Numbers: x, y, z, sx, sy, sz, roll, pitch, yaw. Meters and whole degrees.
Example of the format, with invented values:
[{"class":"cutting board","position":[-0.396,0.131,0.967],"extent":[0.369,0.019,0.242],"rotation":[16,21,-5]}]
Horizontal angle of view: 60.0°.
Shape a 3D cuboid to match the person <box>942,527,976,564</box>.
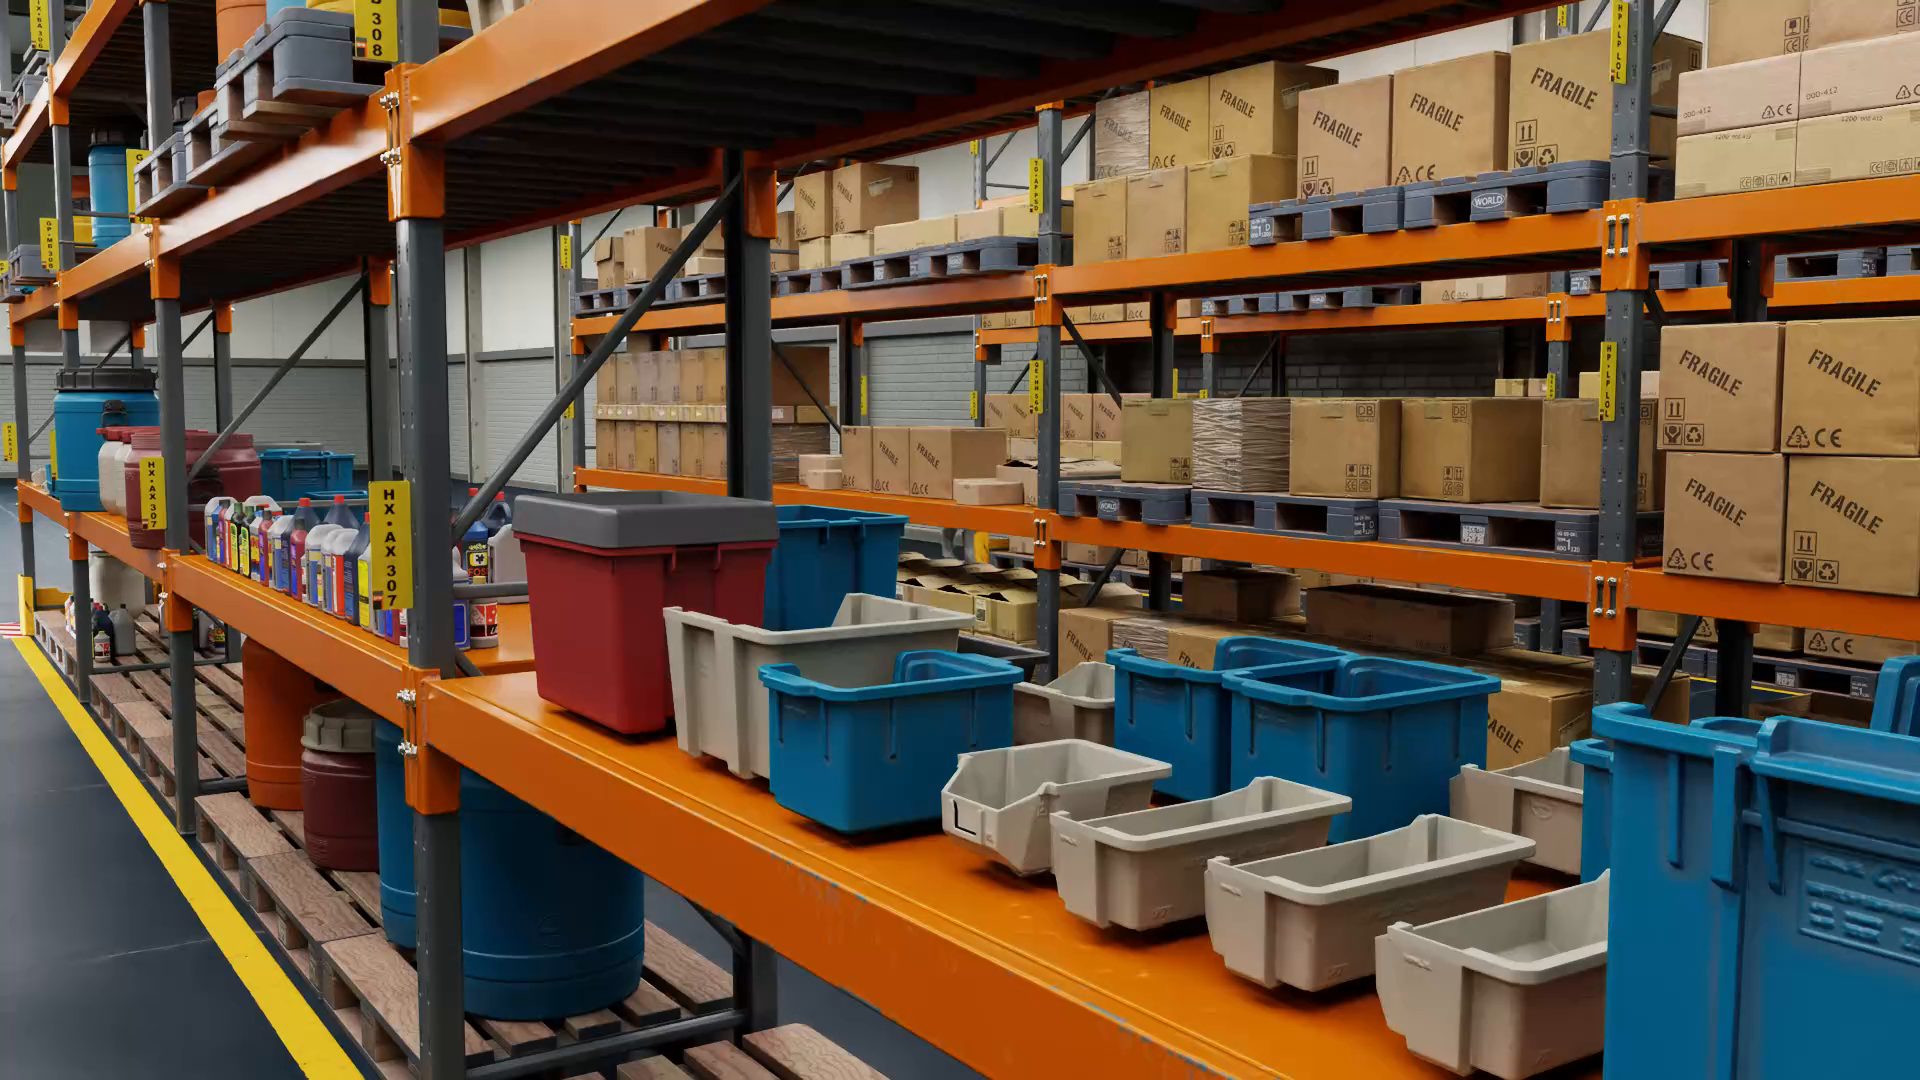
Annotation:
[{"class":"person","position":[-0.006,-0.263,17.383],"extent":[0.449,1.607,0.740],"rotation":[-1,5,-13]}]
